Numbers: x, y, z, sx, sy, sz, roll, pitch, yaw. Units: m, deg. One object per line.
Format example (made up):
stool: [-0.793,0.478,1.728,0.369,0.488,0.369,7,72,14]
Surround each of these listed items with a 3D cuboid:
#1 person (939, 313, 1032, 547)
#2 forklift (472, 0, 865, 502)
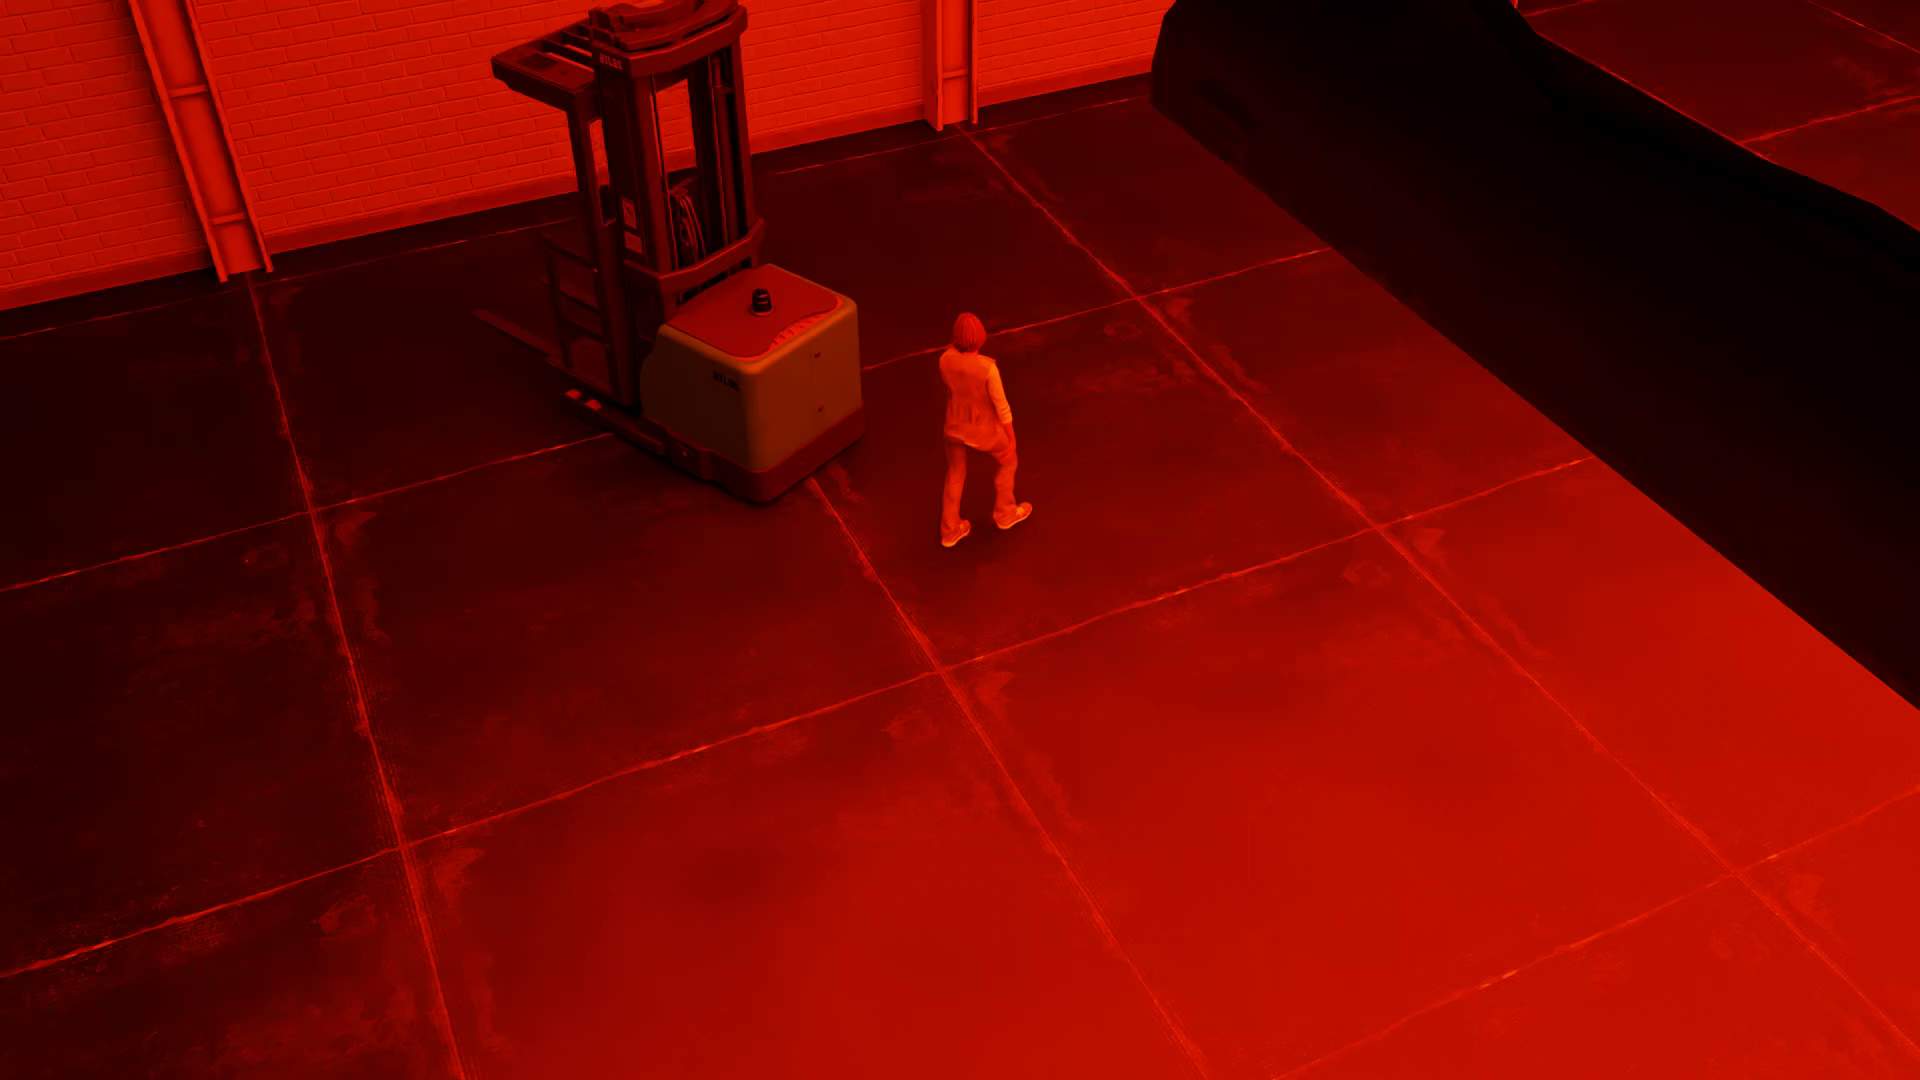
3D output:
person: [0.108,-0.670,9.904,0.528,1.553,0.586,17,43,19]
forklift: [-2.099,-2.146,10.588,3.031,2.935,1.130,27,47,28]
